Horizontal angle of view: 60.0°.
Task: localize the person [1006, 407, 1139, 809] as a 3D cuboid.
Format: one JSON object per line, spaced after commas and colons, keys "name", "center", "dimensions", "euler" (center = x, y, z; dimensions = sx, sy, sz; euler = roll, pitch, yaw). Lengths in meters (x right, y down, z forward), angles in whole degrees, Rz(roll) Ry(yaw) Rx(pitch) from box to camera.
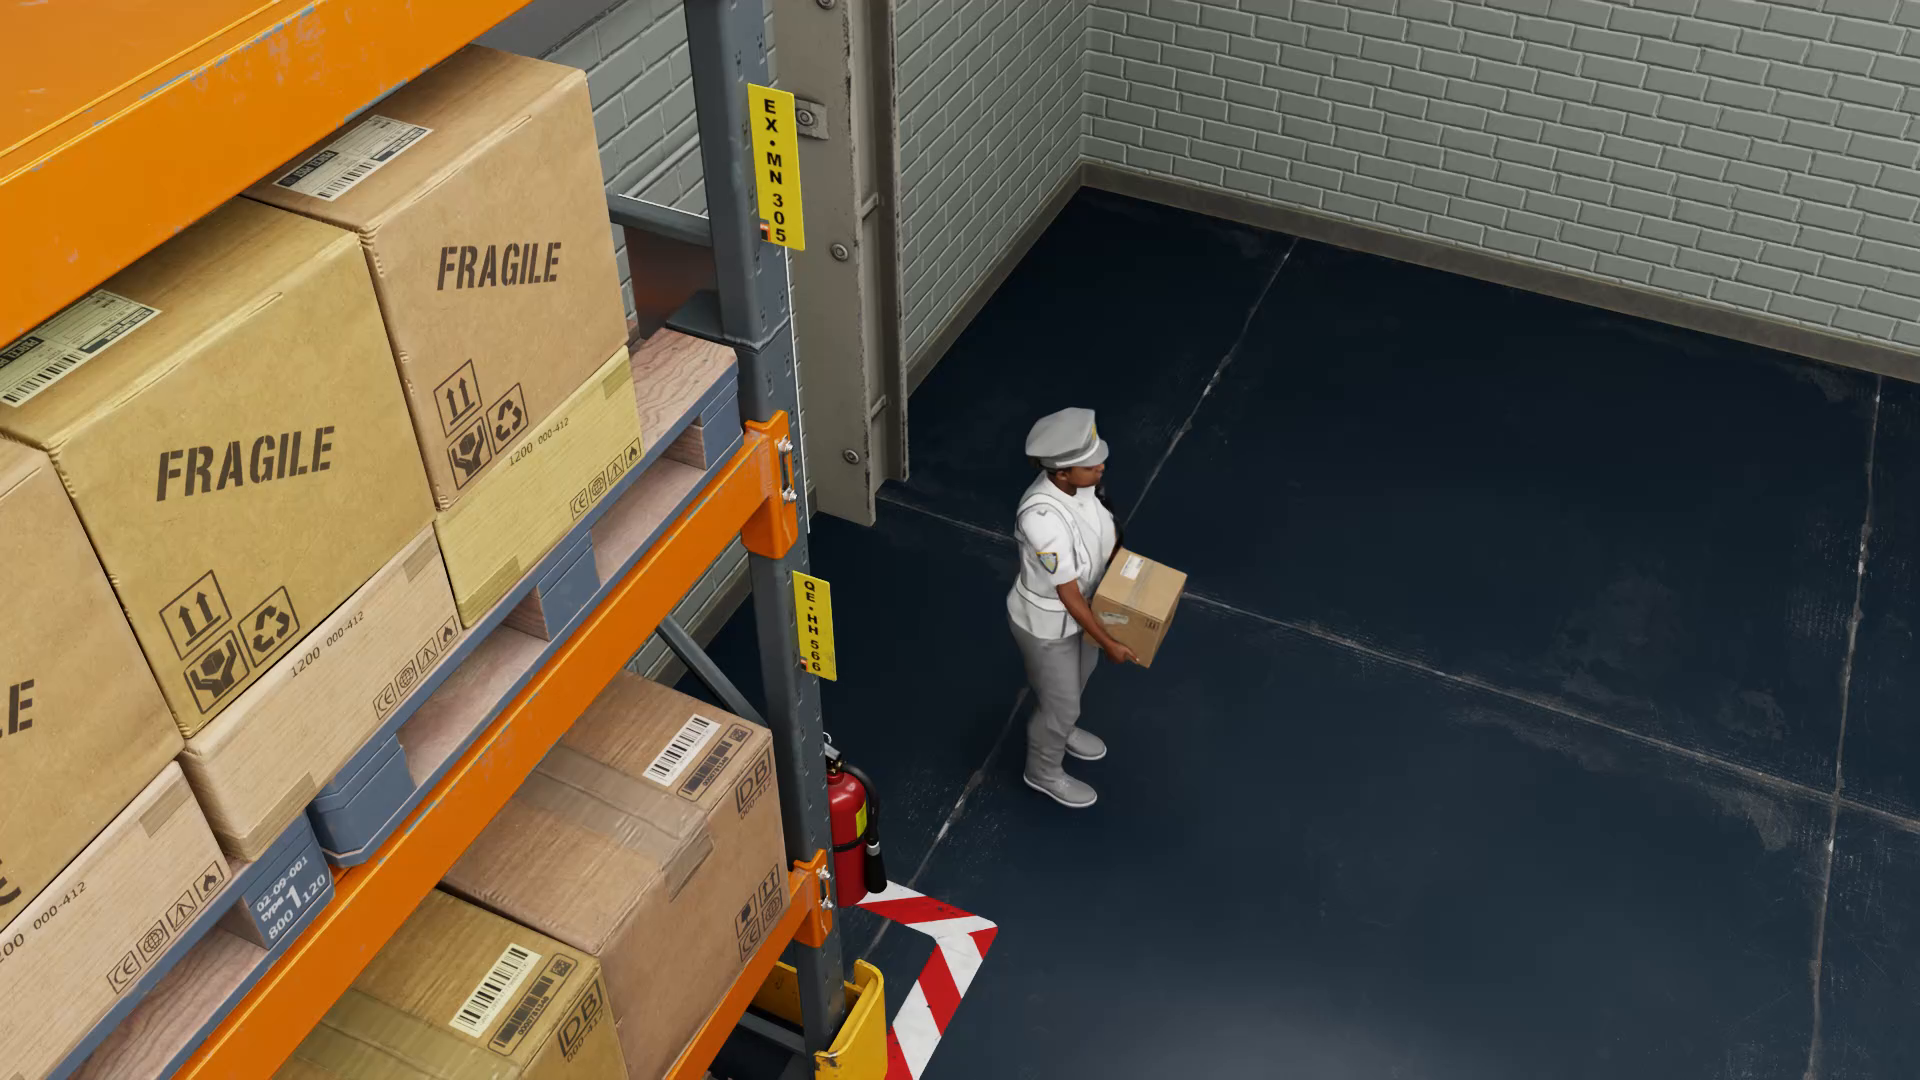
{"name": "person", "center": [2.601, 4.688, 0.870], "dimensions": [9.929, 1.843, 10.821], "euler": [17, 45, 18]}
